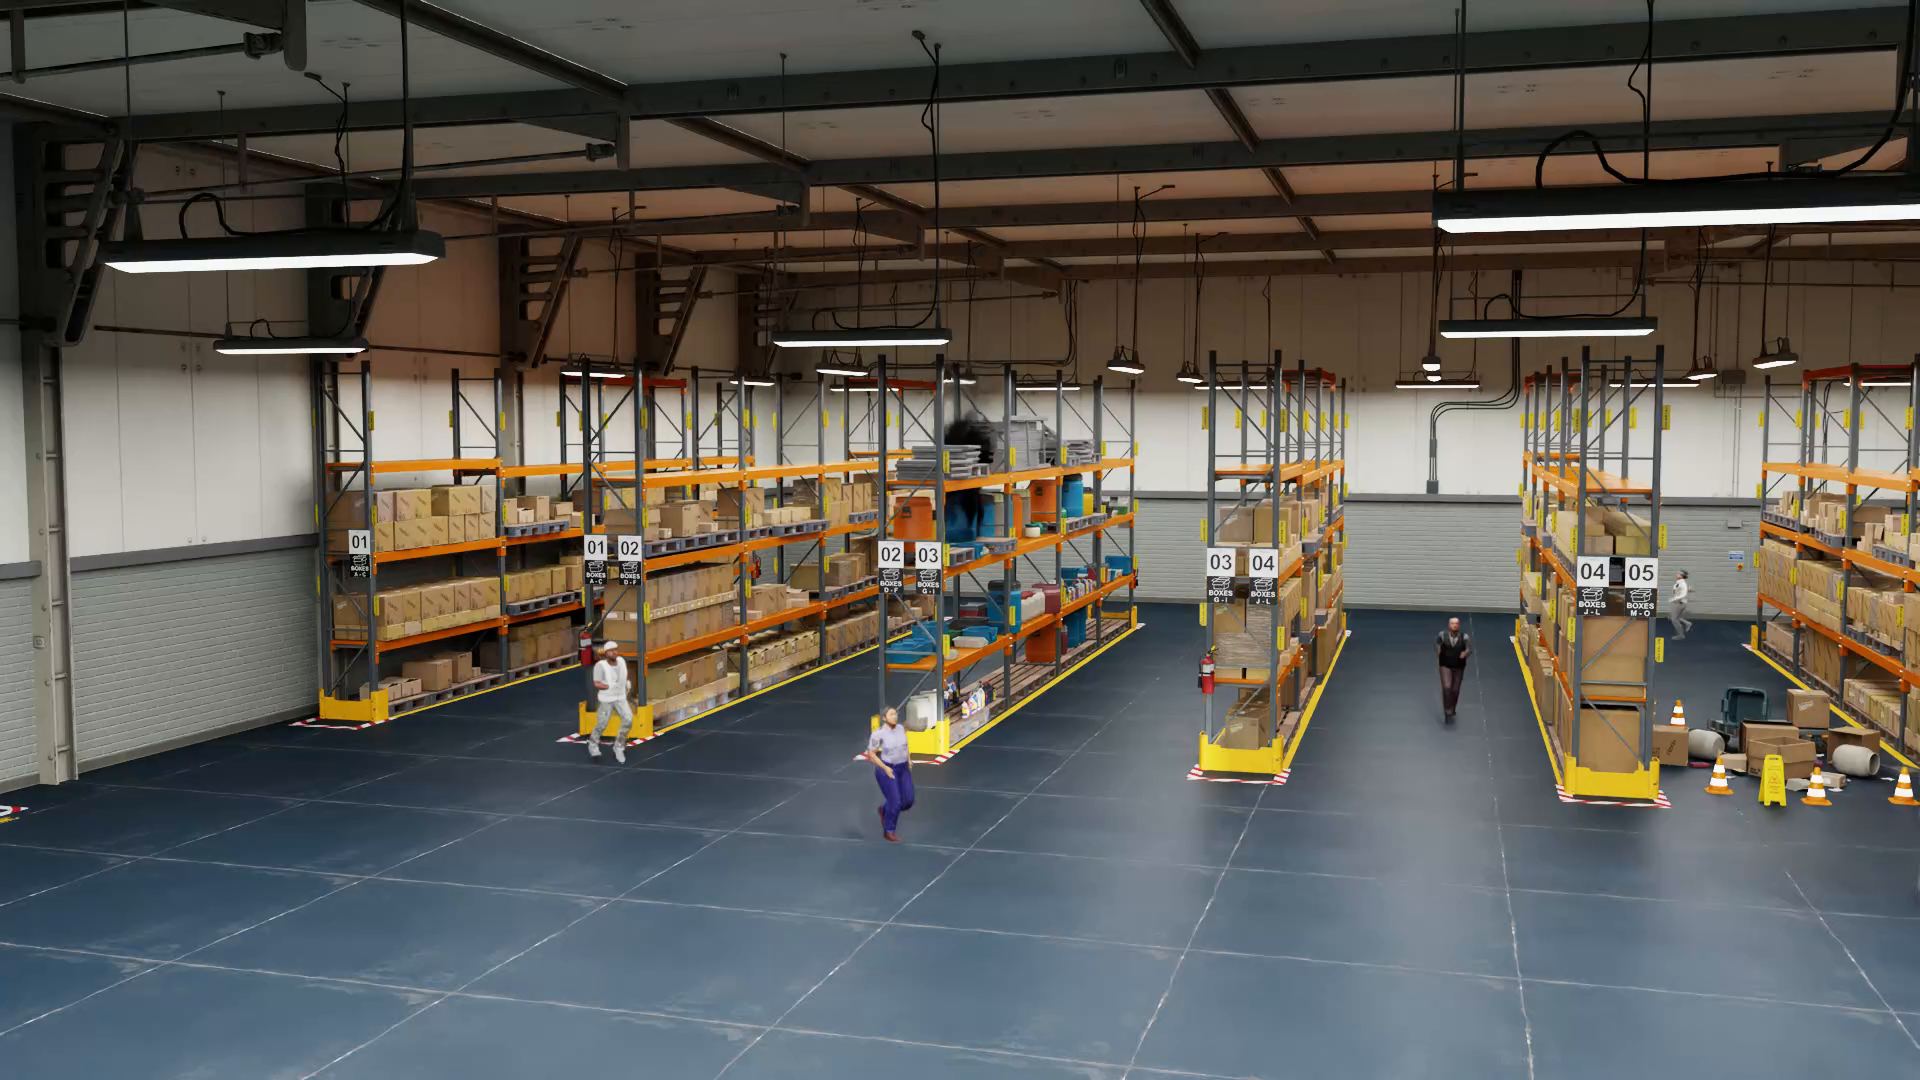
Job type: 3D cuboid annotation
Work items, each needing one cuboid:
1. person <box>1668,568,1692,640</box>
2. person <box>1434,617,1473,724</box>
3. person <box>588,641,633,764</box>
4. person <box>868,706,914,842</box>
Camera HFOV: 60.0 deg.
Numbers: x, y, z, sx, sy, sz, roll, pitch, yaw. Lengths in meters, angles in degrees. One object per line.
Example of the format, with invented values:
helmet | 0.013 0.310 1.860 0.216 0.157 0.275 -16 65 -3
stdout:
person | 16.530 1.467 38.149 0.556 1.660 0.630 1 4 16
person | 8.258 2.163 27.839 0.590 1.764 0.896 1 4 8
person | -5.094 2.370 24.411 0.698 1.801 0.894 -3 5 -40
person | -0.819 2.788 19.912 0.605 1.616 0.515 -4 5 -42
